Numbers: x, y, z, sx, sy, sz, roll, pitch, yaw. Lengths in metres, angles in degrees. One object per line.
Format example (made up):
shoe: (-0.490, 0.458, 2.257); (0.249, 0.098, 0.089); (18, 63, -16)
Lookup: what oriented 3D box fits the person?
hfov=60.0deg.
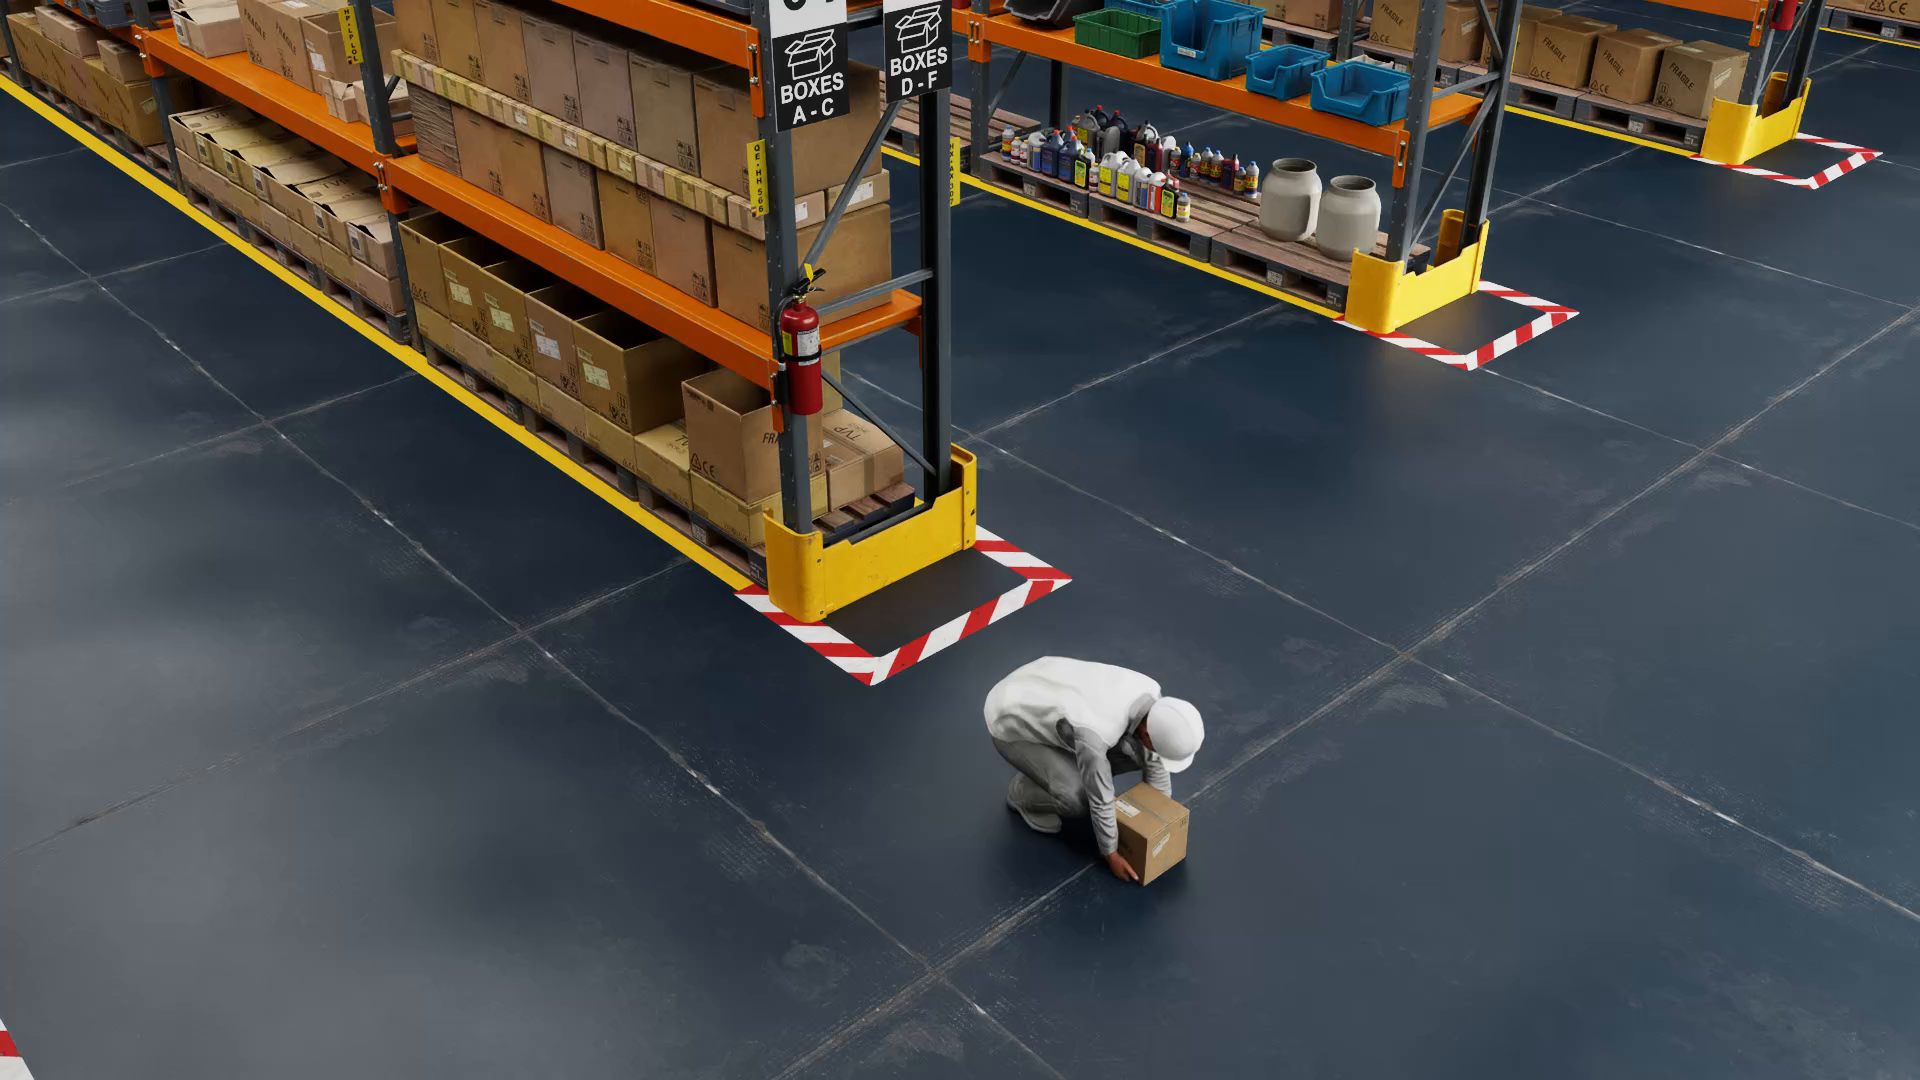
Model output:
person: (0.539, 0.872, 6.713); (0.517, 0.863, 0.957); (-26, 40, -36)
